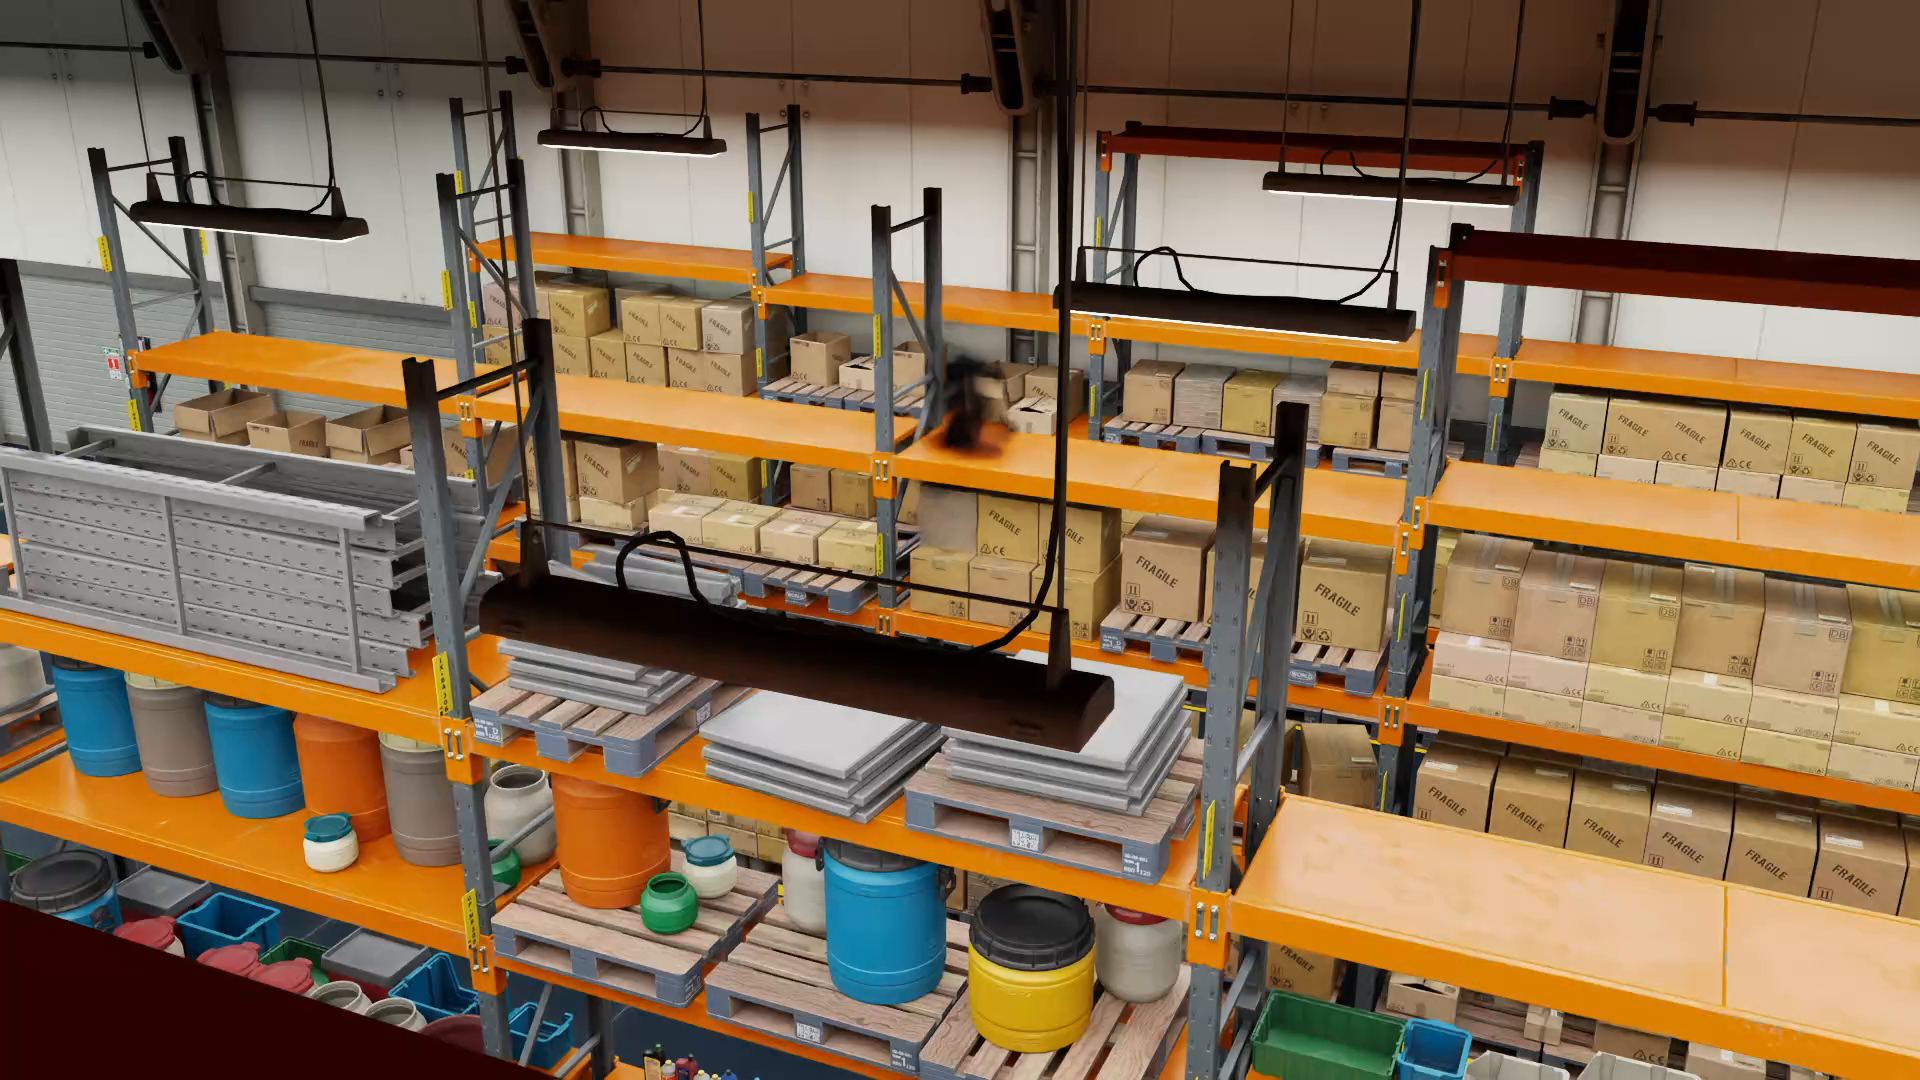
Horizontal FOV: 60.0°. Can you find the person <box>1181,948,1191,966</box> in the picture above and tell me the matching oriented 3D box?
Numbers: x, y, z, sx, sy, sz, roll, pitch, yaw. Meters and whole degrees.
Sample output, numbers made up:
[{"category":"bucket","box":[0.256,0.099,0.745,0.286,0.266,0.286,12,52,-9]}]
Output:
[{"category":"person","box":[1.584,3.438,11.151,0.752,1.701,0.663,3,21,7]}]
